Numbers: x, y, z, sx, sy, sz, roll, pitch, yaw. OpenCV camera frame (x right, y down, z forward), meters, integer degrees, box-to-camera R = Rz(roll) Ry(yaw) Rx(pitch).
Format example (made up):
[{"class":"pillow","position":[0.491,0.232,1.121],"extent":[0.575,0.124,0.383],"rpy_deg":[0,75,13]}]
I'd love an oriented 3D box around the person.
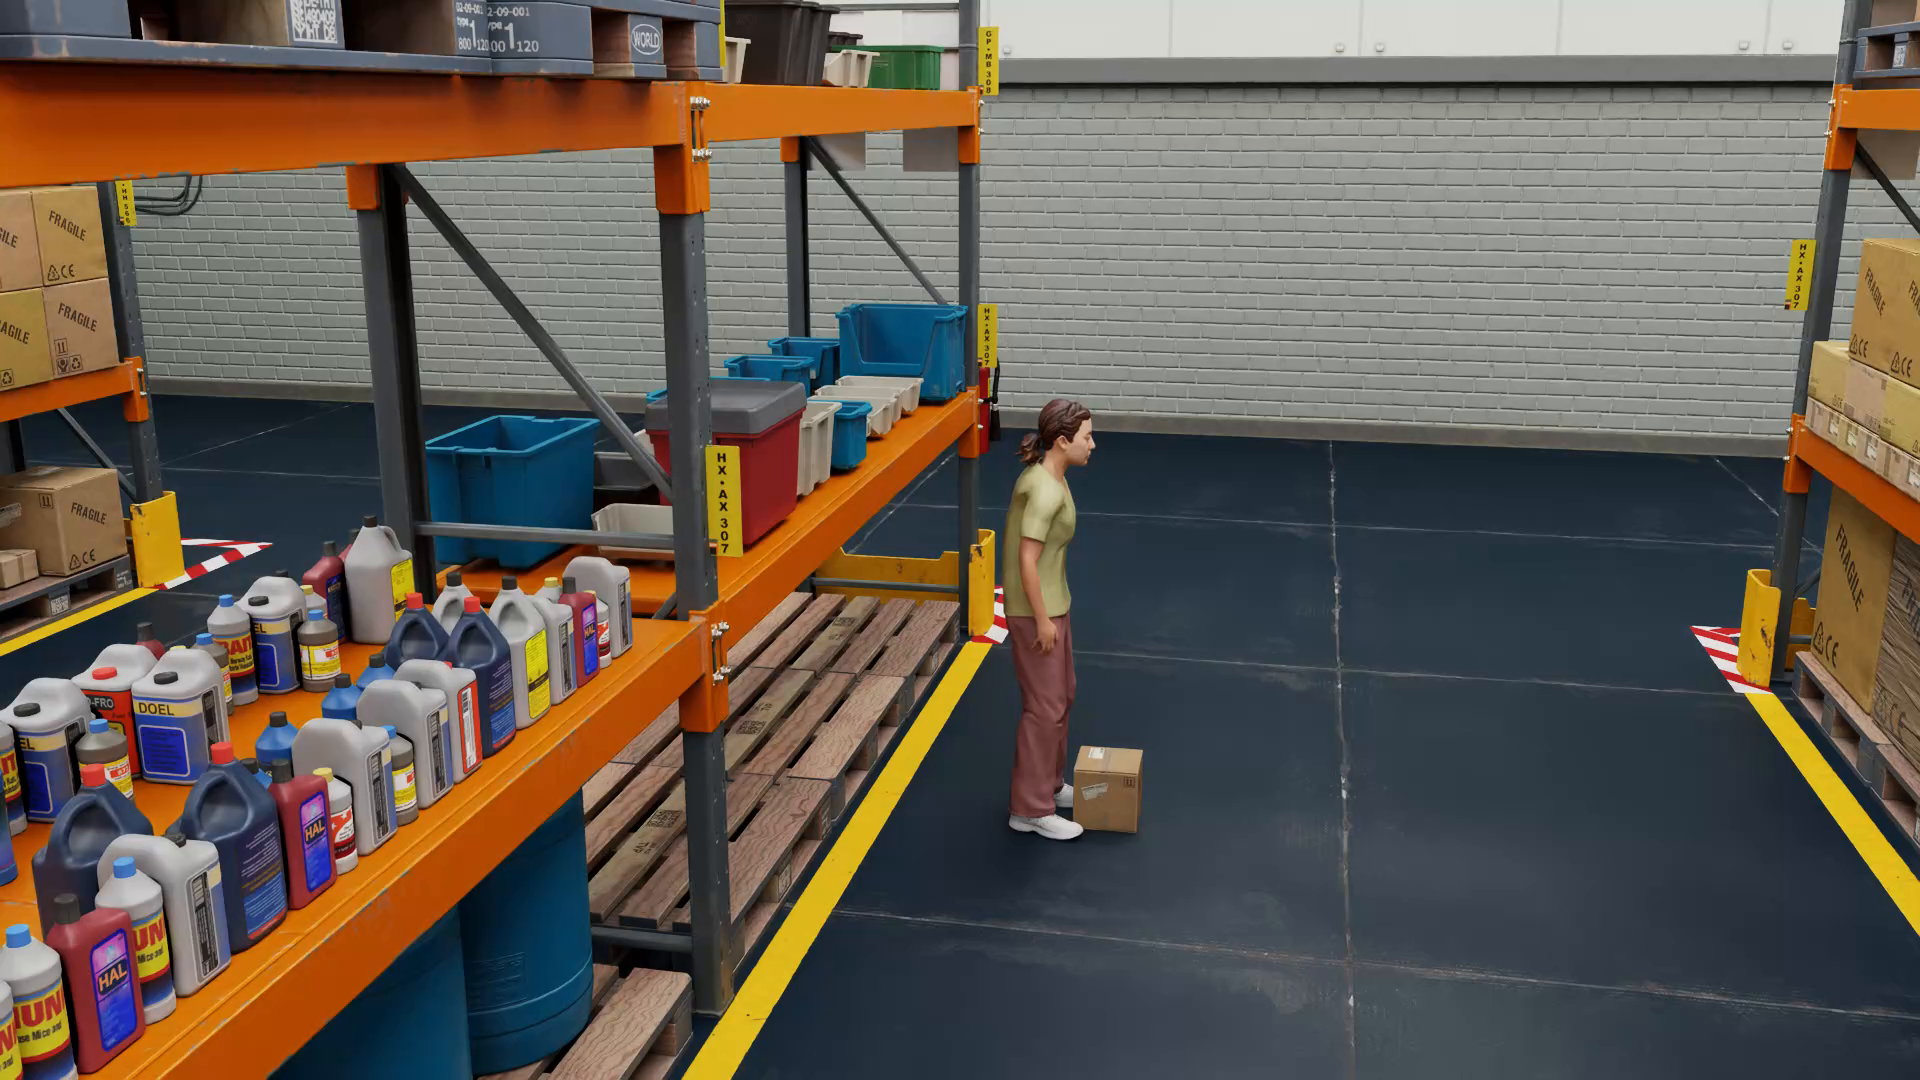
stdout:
[{"class":"person","position":[0.342,0.285,6.439],"extent":[0.360,1.668,0.521],"rpy_deg":[2,15,8]}]
